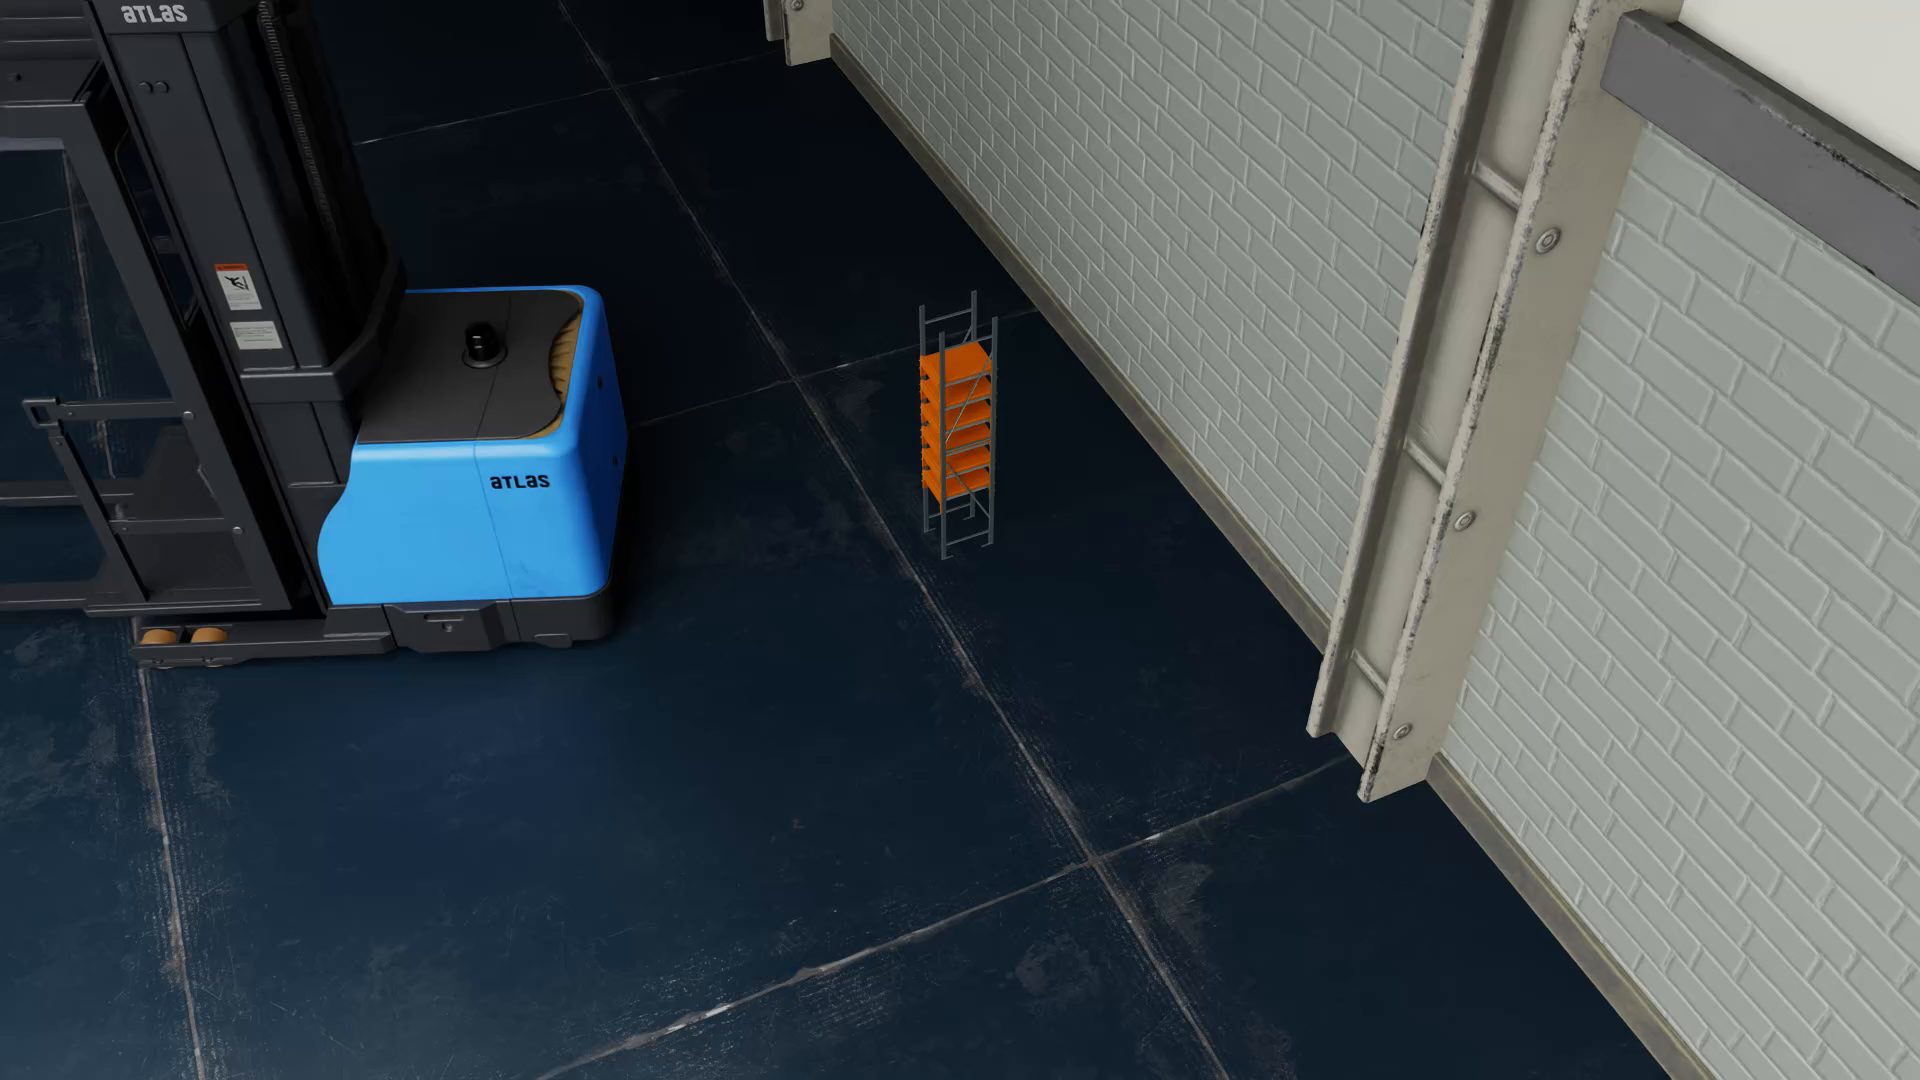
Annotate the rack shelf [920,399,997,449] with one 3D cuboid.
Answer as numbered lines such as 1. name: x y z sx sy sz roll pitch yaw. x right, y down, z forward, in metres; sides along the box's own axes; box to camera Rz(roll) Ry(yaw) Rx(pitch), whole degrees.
1. rack shelf: -0.006 -0.490 6.654 0.258 0.103 0.180 -18 47 -17

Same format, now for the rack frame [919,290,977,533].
1. rack frame: -0.045 -0.495 6.766 0.240 1.200 0.006 -18 47 -17

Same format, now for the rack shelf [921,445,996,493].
1. rack shelf: -0.006 -0.319 6.822 0.258 0.103 0.180 -18 47 -17

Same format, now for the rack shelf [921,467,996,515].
1. rack shelf: -0.006 -0.234 6.907 0.258 0.103 0.180 -18 47 -17

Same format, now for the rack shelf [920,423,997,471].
1. rack shelf: -0.006 -0.405 6.738 0.258 0.103 0.180 -18 47 -17

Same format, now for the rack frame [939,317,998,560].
1. rack frame: 0.032 -0.378 6.648 0.240 1.200 0.006 -18 47 -17

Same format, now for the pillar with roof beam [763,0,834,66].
1. pillar with roof beam: -4.880 -4.954 5.733 9.100 9.000 0.400 -18 47 -17

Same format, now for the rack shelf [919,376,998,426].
1. rack shelf: -0.006 -0.576 6.569 0.258 0.103 0.180 -18 47 -17

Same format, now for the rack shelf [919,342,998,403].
1. rack shelf: -0.006 -0.661 6.485 0.258 0.103 0.180 -18 47 -17

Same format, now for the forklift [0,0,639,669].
1. forklift: -2.900 -0.915 5.959 3.031 2.935 1.130 -2 45 -2

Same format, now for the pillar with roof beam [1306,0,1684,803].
1. pillar with roof beam: -2.357 -1.130 1.858 9.100 9.000 0.400 -18 47 -17

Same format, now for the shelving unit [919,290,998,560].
1. shelving unit: -0.006 -0.436 6.707 0.258 1.200 0.189 -18 47 -17
